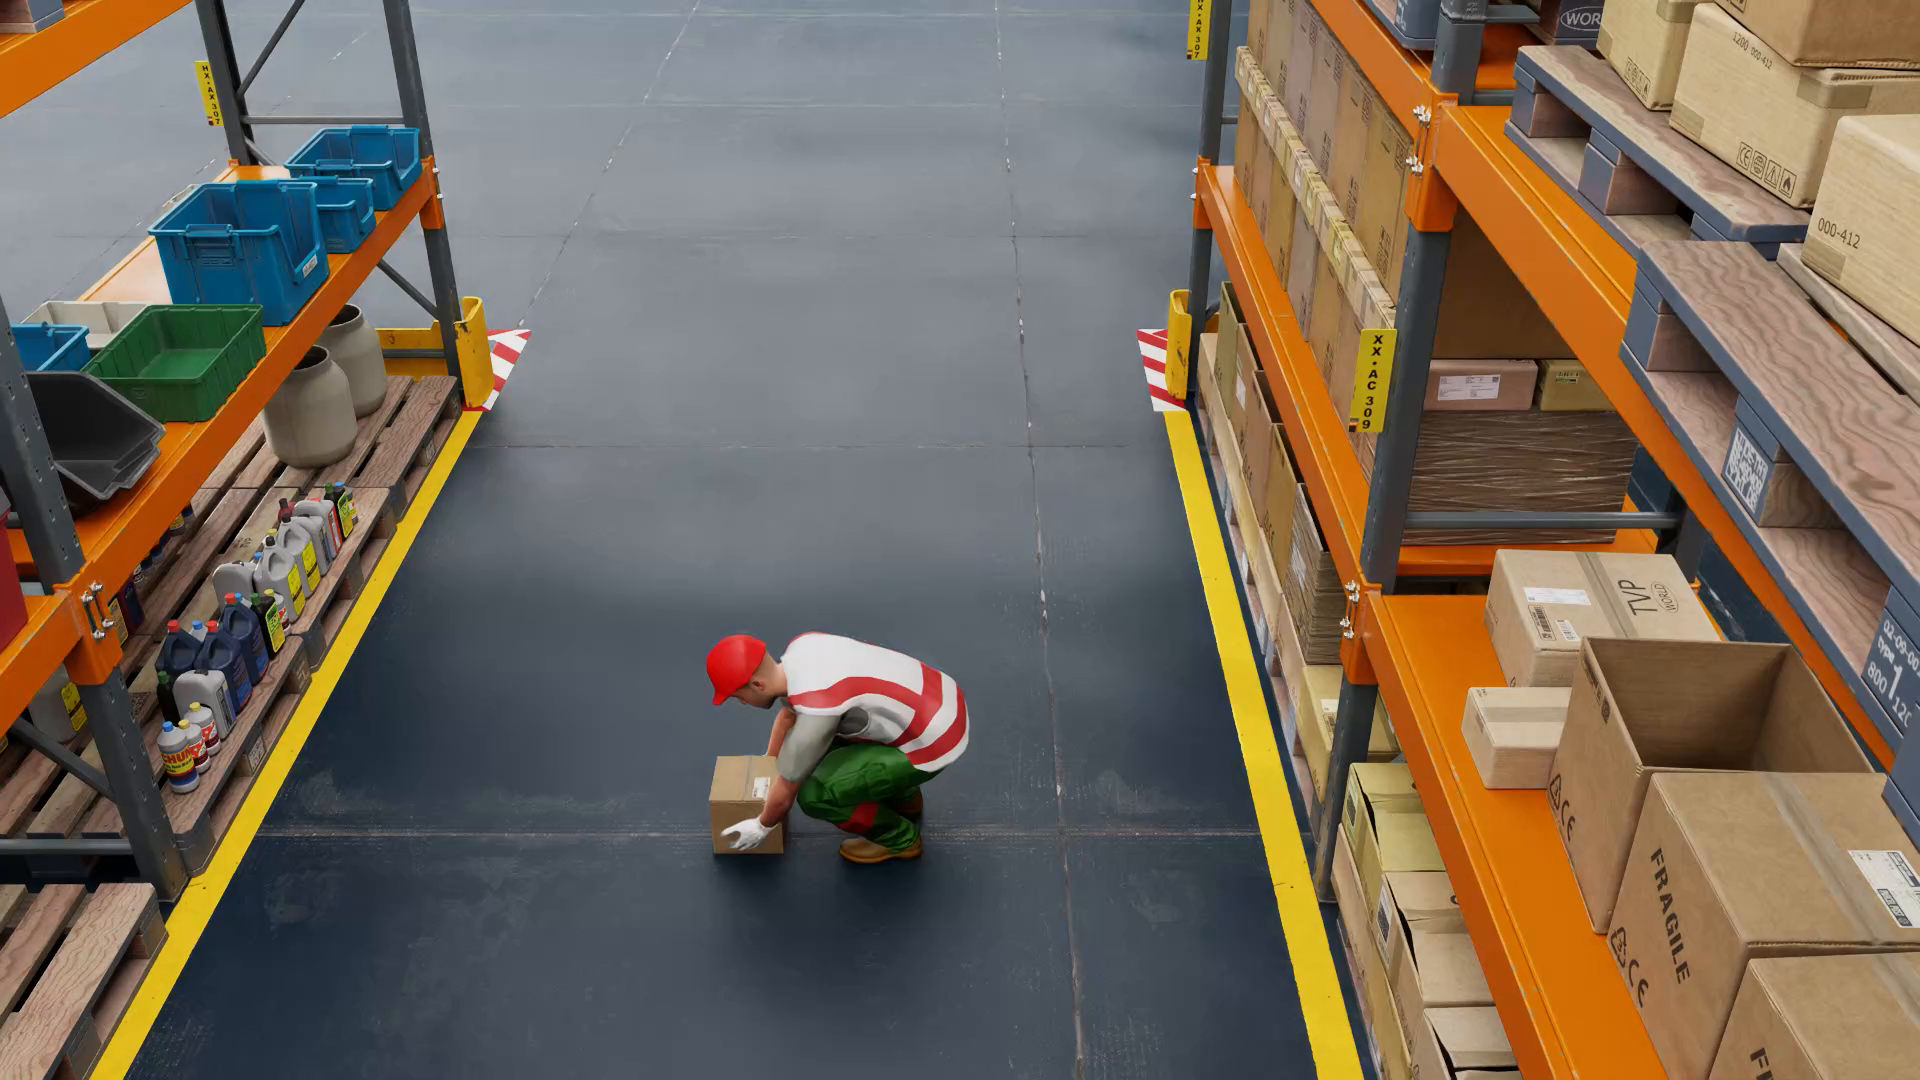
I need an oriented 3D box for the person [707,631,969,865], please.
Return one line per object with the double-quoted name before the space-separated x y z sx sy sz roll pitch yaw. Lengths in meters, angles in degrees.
"person" -0.410 0.692 5.827 0.887 0.906 0.571 0 31 0
